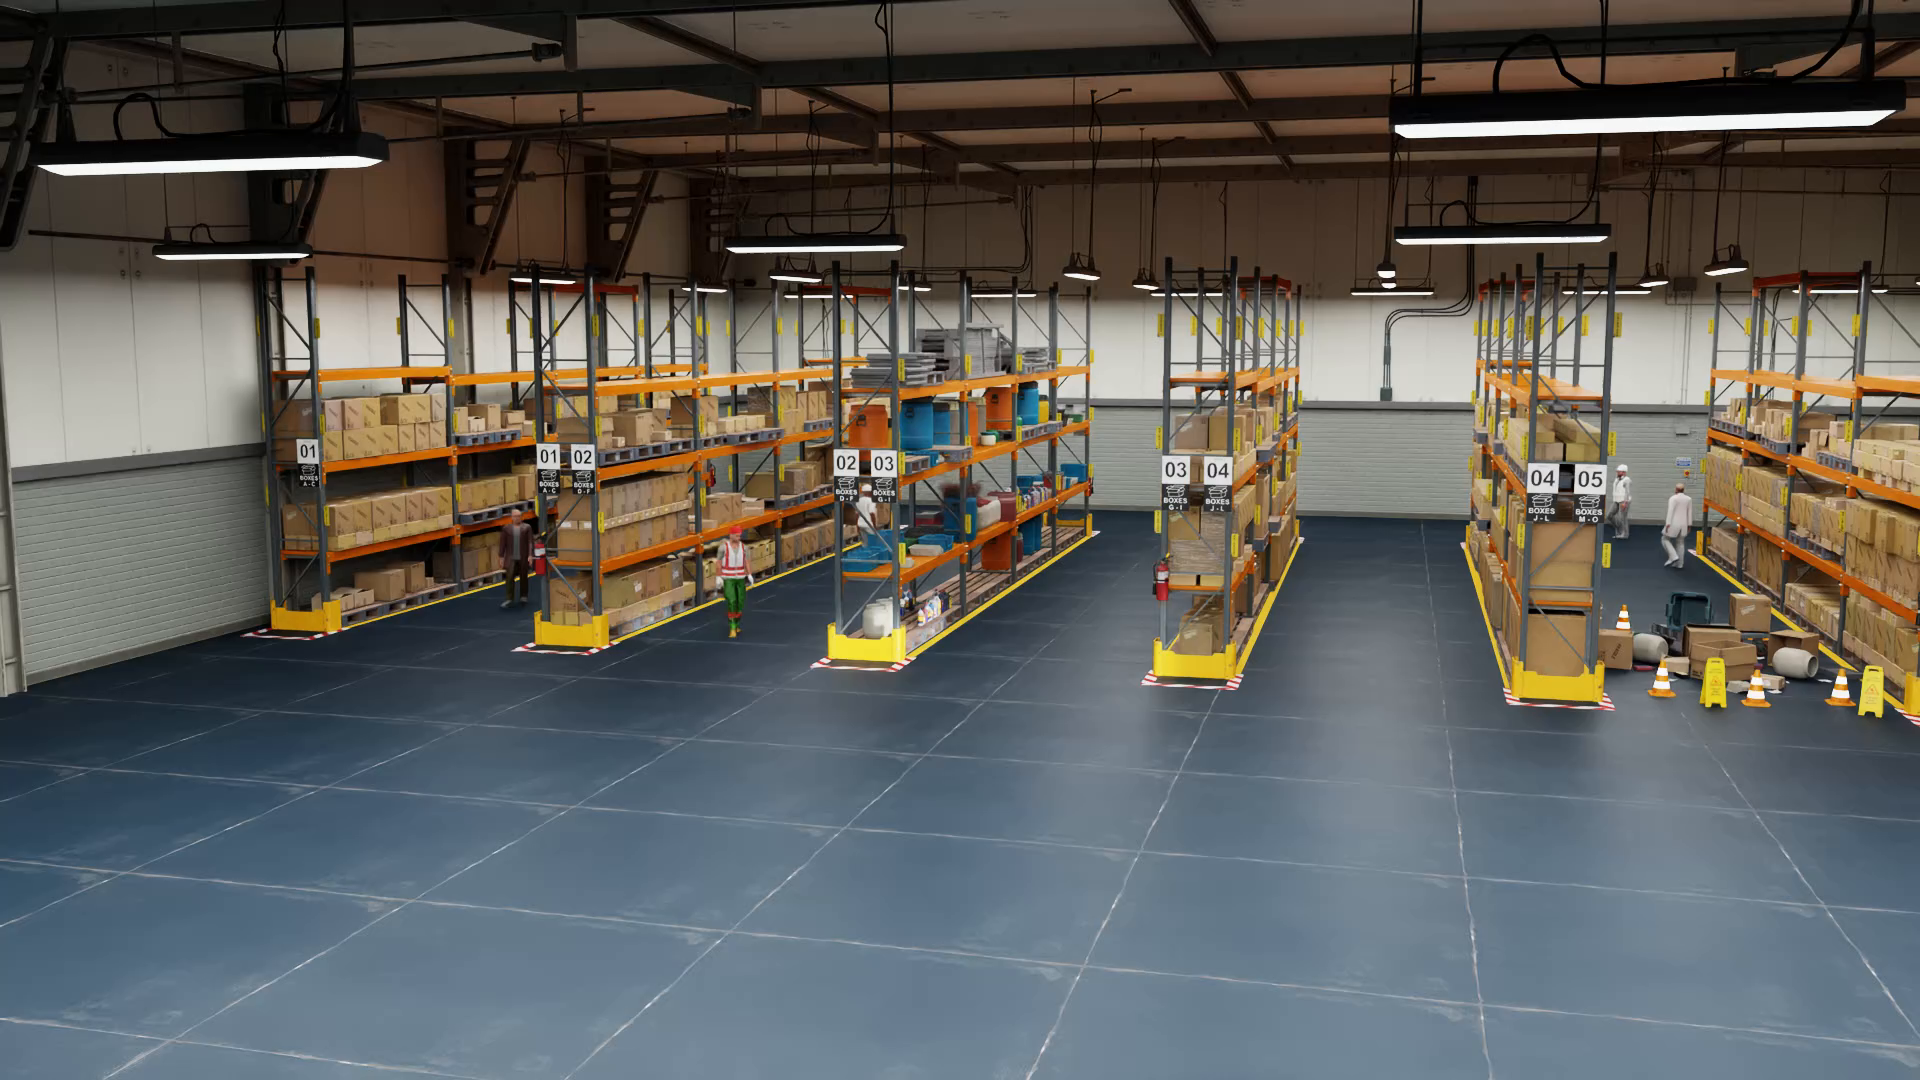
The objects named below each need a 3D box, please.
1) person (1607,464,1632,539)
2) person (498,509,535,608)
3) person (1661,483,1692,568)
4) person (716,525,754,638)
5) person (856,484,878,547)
[{"bbox_3d":[15.734,-0.903,39.630,0.478,1.803,0.568,-1,7,-10],"label":"person"},{"bbox_3d":[-8.012,0.315,29.983,0.672,1.733,1.039,-1,7,-8],"label":"person"},{"bbox_3d":[15.074,-0.306,34.889,0.638,1.779,0.532,-2,7,-12],"label":"person"},{"bbox_3d":[-3.682,0.689,27.258,0.570,1.843,0.509,-4,8,-29],"label":"person"},{"bbox_3d":[-1.962,-0.273,34.739,0.489,1.769,0.609,-7,10,-42],"label":"person"}]
